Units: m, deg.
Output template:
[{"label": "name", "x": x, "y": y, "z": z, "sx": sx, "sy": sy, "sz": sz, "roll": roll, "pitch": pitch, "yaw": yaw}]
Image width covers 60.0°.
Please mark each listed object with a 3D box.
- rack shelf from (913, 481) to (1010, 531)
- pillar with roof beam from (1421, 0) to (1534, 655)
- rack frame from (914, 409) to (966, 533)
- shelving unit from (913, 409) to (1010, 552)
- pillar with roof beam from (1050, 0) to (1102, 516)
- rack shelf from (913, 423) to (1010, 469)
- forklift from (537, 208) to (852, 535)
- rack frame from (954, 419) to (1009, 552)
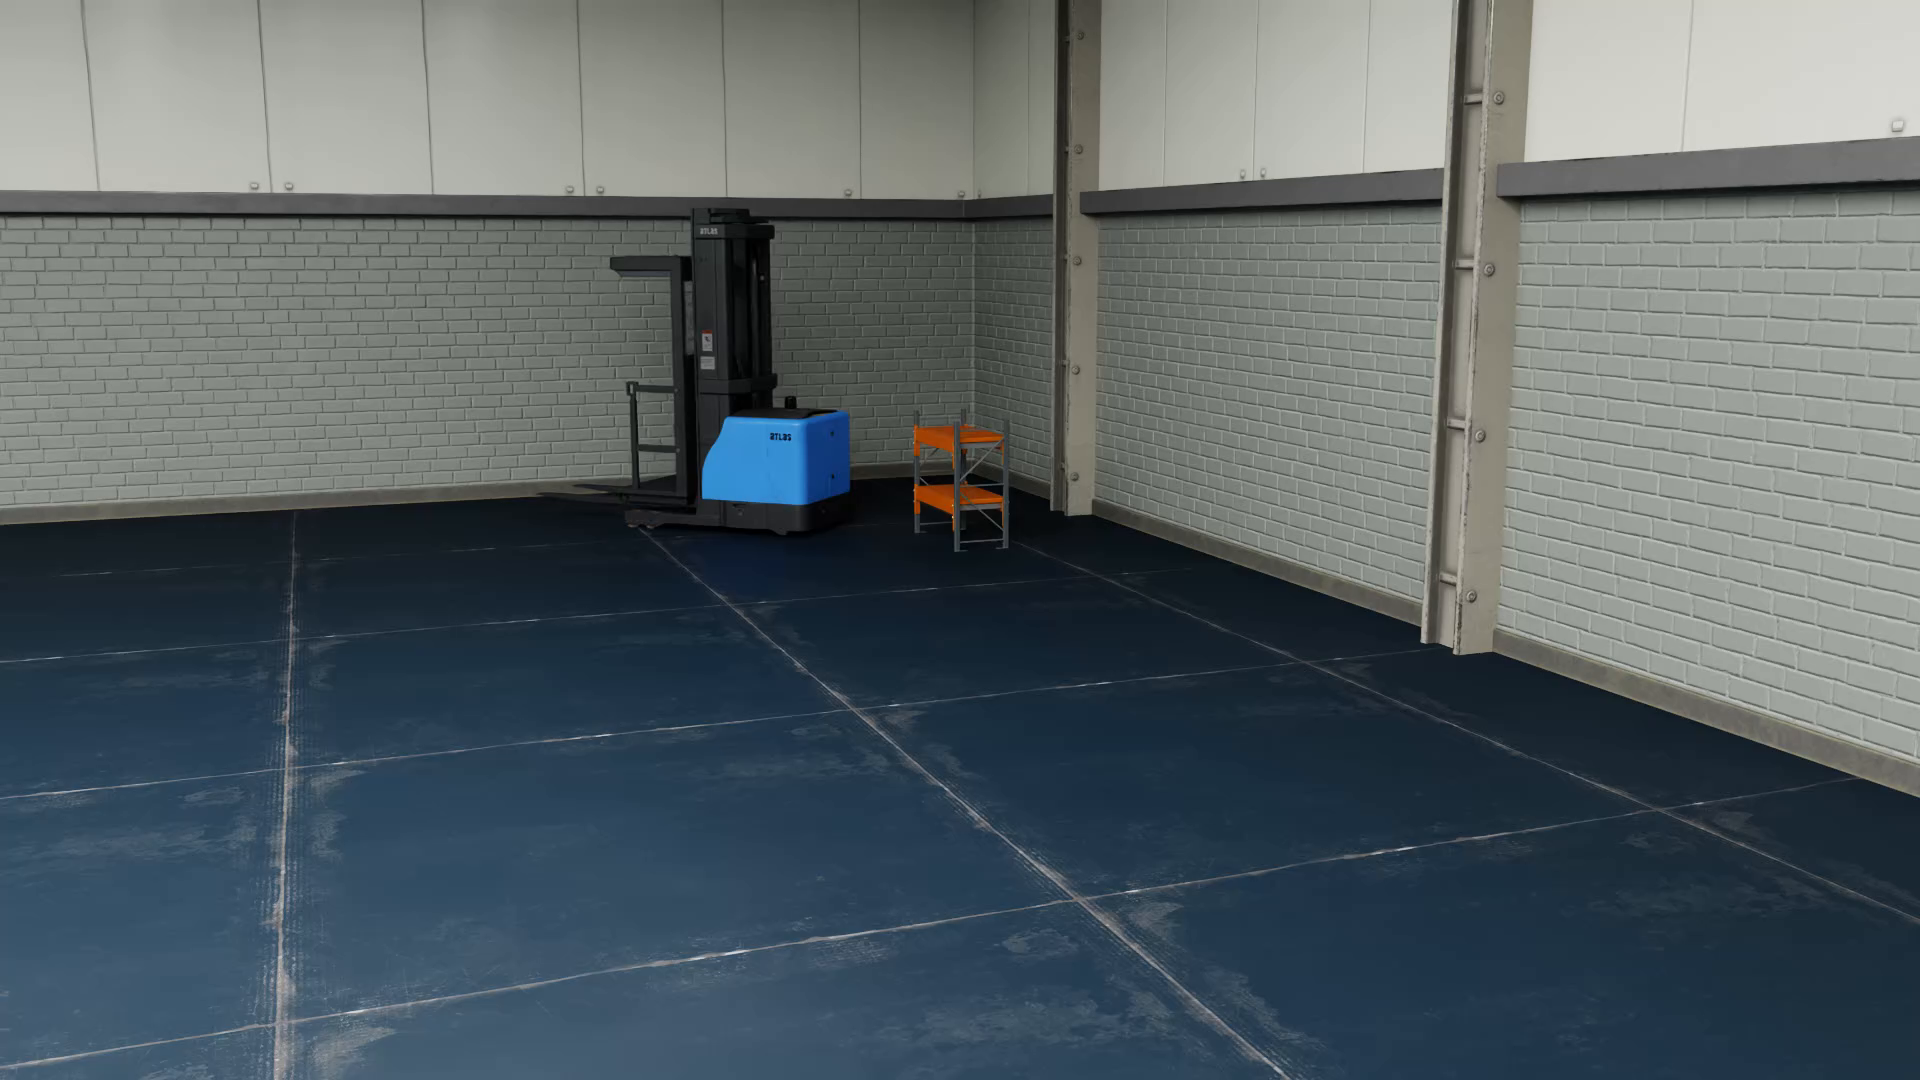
[{"label": "rack shelf", "x": 0.002, "y": -0.312, "z": 14.858, "sx": 0.538, "sy": 0.278, "sz": 1.000, "roll": -4, "pitch": 11, "yaw": -21}, {"label": "pillar with roof beam", "x": -0.726, "y": -3.456, "z": 8.653, "sx": 9.100, "sy": 9.000, "sz": 0.400, "roll": -4, "pitch": 11, "yaw": -21}, {"label": "rack frame", "x": -0.182, "y": -0.636, "z": 15.282, "sx": 0.500, "sy": 1.125, "sz": 0.032, "roll": -4, "pitch": 11, "yaw": -21}, {"label": "shelving unit", "x": 0.002, "y": -0.553, "z": 14.815, "sx": 0.538, "sy": 1.125, "sz": 1.048, "roll": -4, "pitch": 11, "yaw": -21}, {"label": "pillar with roof beam", "x": -2.900, "y": -4.435, "z": 14.159, "sx": 9.100, "sy": 9.000, "sz": 0.400, "roll": -4, "pitch": 11, "yaw": -21}, {"label": "rack shelf", "x": 0.002, "y": -0.841, "z": 14.764, "sx": 0.538, "sy": 0.278, "sz": 1.000, "roll": -4, "pitch": 11, "yaw": -21}, {"label": "forklift", "x": -2.594, "y": -1.627, "z": 15.699, "sx": 3.031, "sy": 2.935, "sz": 1.130, "roll": 4, "pitch": 11, "yaw": 22}, {"label": "rack frame", "x": 0.187, "y": -0.470, "z": 14.349, "sx": 0.500, "sy": 1.125, "sz": 0.032, "roll": -4, "pitch": 11, "yaw": -21}]
